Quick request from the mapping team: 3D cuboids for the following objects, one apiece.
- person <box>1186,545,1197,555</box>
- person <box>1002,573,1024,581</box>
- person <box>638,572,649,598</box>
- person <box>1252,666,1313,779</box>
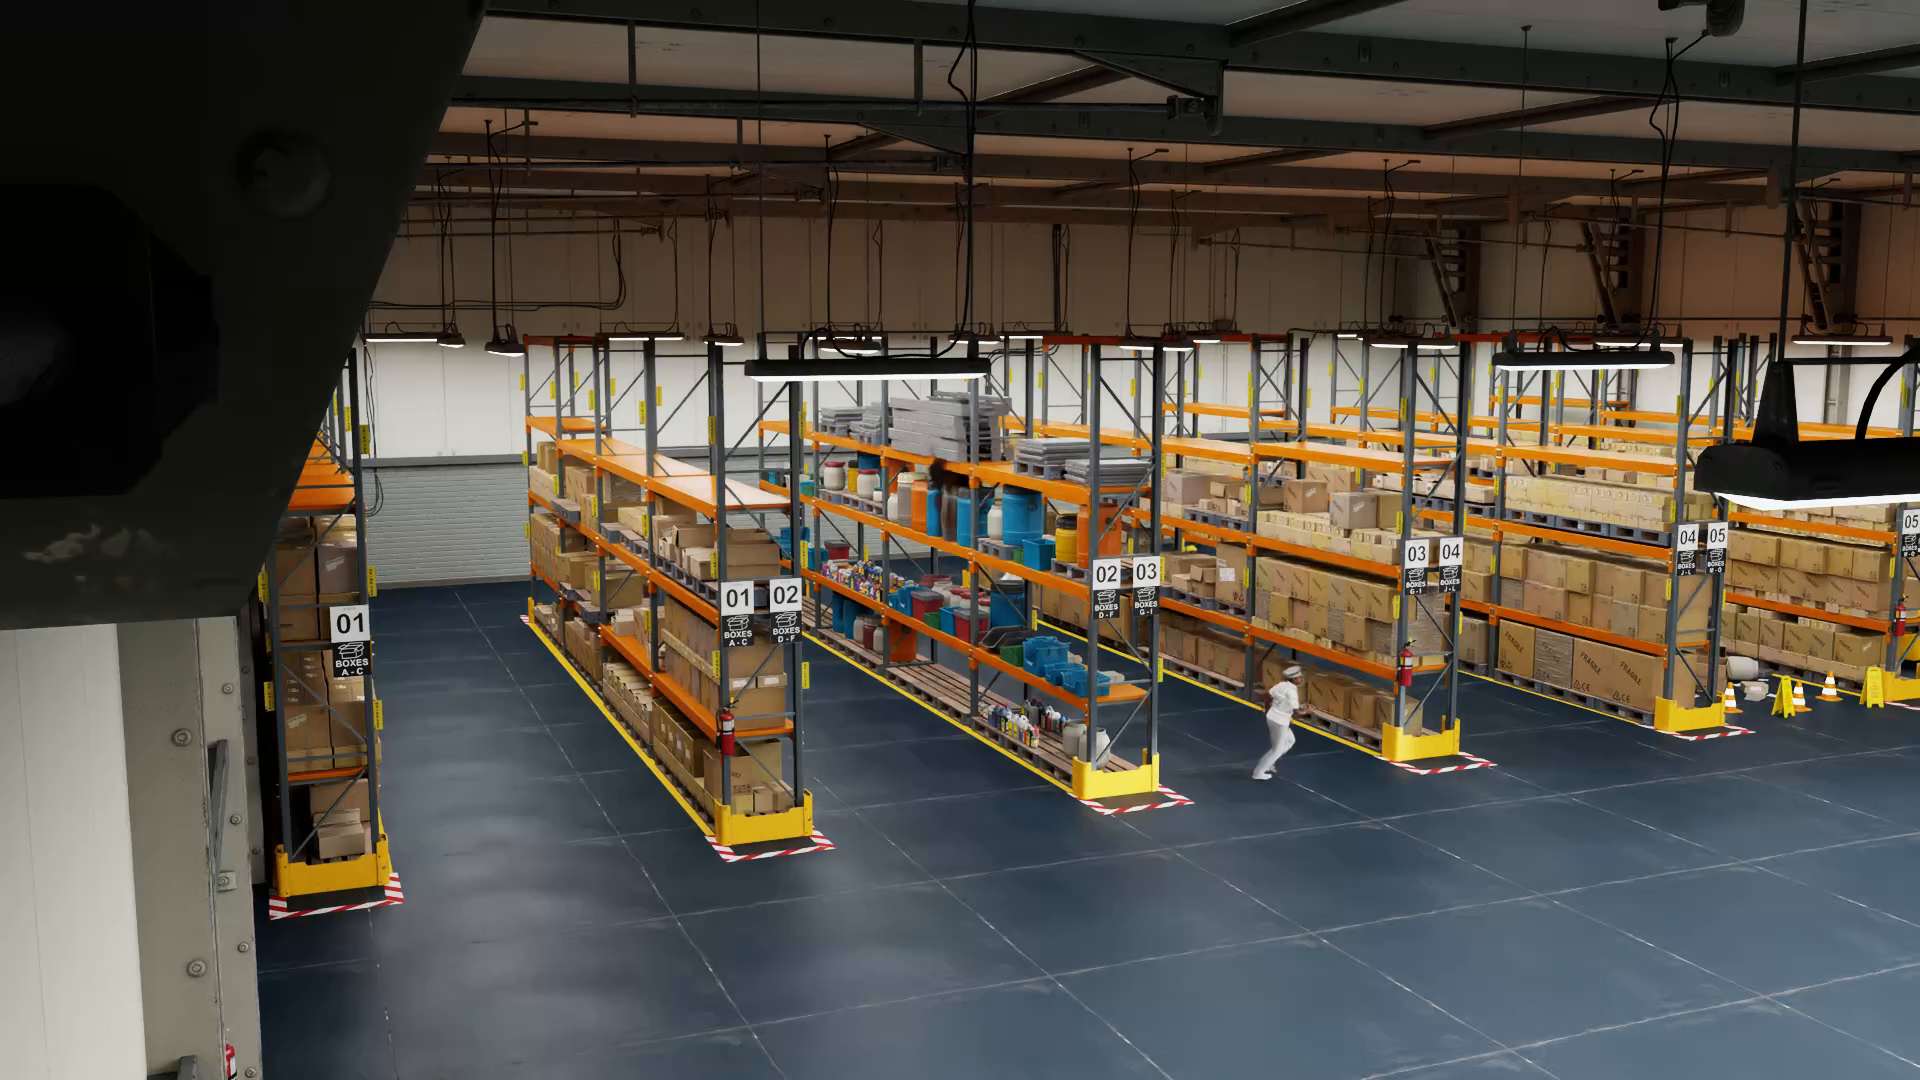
[{"bbox_3d":[4.675,0.994,33.622,0.669,1.789,0.727,-4,9,-28],"label":"person"},{"bbox_3d":[1.080,1.238,31.839,0.629,1.839,0.853,-2,8,-17],"label":"person"},{"bbox_3d":[-6.452,0.972,34.728,0.611,1.601,0.945,-2,8,-15],"label":"person"},{"bbox_3d":[4.450,2.508,22.928,0.845,1.579,0.565,-1,8,-5],"label":"person"}]
